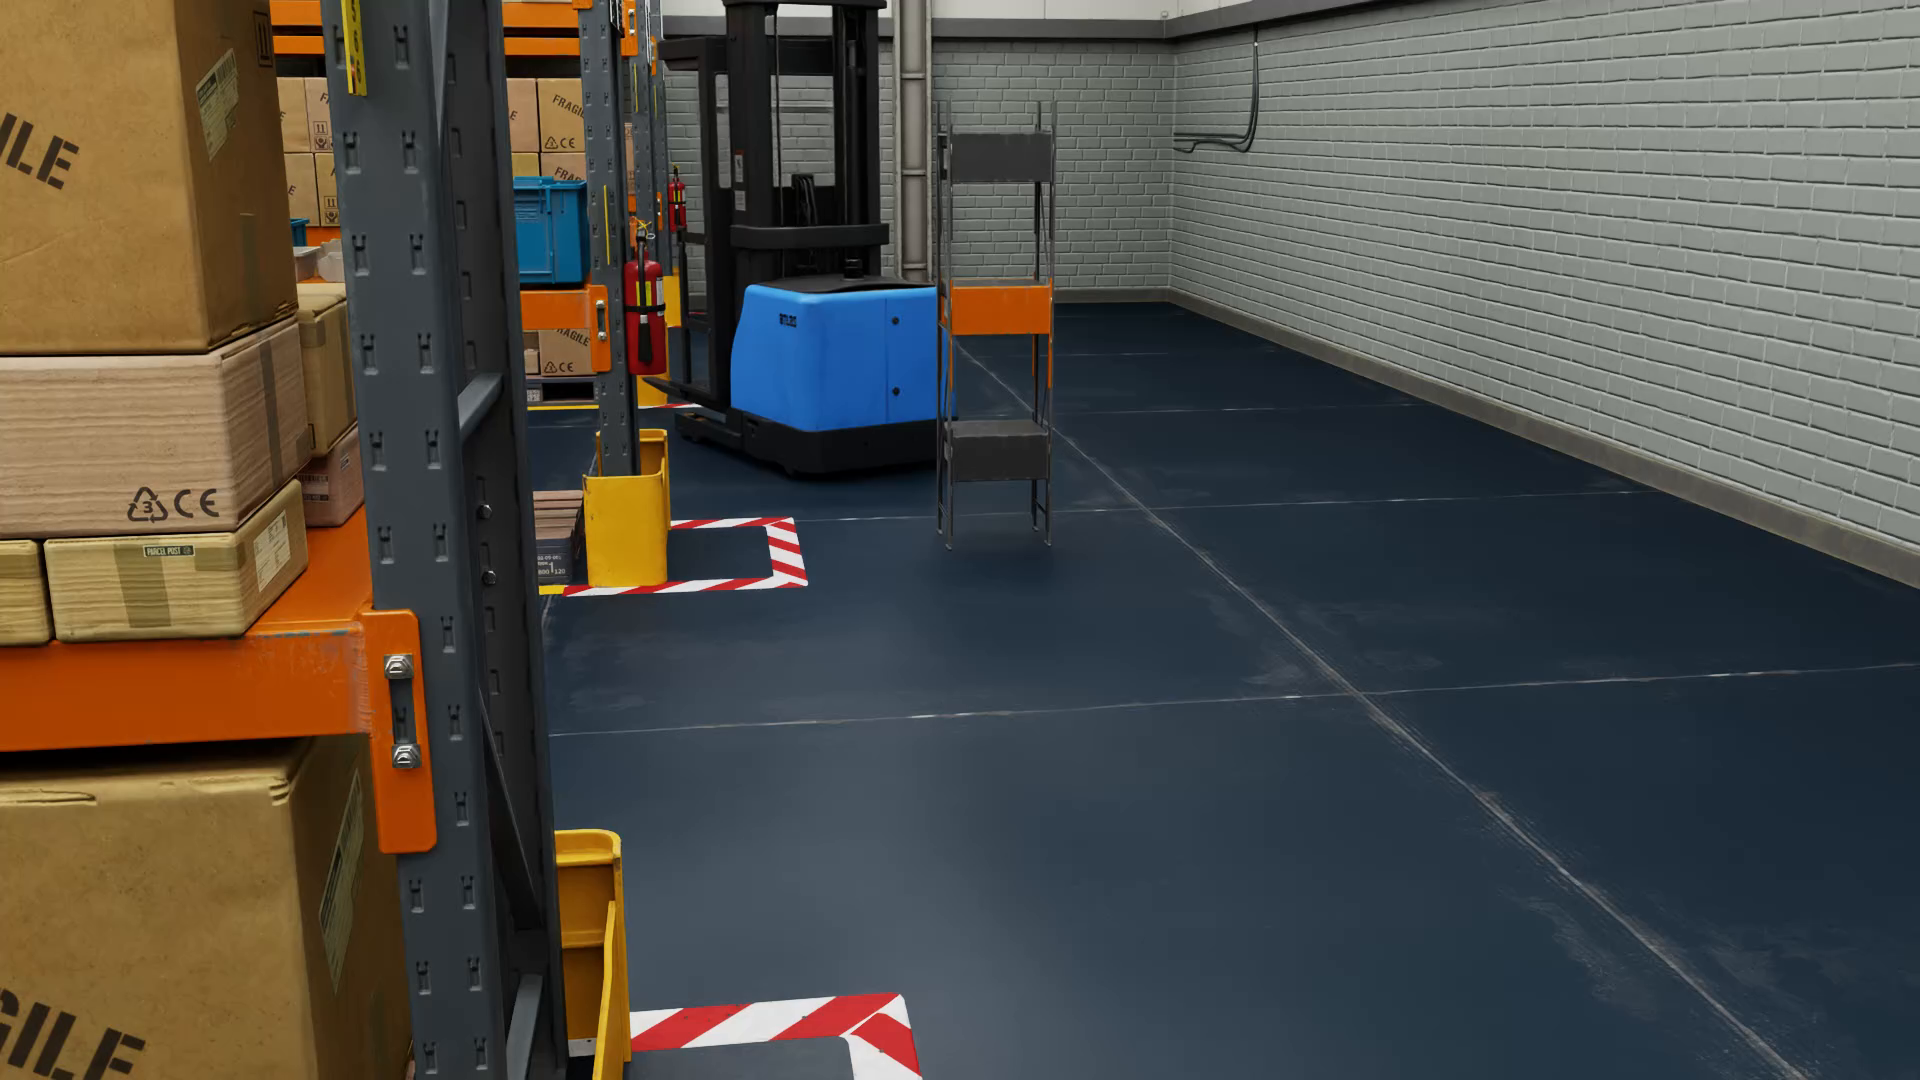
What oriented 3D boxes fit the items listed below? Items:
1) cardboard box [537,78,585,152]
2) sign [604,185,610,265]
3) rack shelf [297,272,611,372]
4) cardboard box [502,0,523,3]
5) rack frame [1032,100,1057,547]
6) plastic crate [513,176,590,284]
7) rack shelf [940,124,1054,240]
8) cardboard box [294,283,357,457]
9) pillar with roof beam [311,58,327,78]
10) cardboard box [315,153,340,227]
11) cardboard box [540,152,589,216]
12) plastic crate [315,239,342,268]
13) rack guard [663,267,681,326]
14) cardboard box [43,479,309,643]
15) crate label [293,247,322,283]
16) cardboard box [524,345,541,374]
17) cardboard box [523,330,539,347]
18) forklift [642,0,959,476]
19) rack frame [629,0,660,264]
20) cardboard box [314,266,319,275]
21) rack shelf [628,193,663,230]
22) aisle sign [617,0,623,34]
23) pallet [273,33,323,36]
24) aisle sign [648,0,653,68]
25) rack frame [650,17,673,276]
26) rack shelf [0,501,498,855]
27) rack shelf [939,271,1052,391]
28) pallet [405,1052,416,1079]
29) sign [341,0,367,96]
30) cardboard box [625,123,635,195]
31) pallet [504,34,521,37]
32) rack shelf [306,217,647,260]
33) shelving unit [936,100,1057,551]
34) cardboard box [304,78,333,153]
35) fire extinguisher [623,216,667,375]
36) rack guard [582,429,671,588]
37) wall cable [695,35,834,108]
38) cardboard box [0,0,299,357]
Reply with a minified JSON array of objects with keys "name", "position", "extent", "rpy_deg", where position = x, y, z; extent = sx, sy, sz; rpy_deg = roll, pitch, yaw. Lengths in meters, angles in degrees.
[{"name":"cardboard box","position":[-2.721,-3.025,11.858],"extent":[0.500,0.500,0.500],"rpy_deg":[-2,14,-9]},{"name":"sign","position":[-1.490,-1.330,7.024],"extent":[0.005,0.325,0.100],"rpy_deg":[-2,14,-8]},{"name":"rack shelf","position":[-3.565,-0.961,7.367],"extent":[4.000,0.370,1.077],"rpy_deg":[-2,14,-8]},{"name":"cardboard box","position":[-3.287,-3.859,11.585],"extent":[0.500,0.250,0.500],"rpy_deg":[-2,14,-8]},{"name":"rack frame","position":[0.405,-1.033,8.026],"extent":[0.015,2.100,0.400],"rpy_deg":[-2,14,-8]},{"name":"plastic crate","position":[-1.891,-1.372,7.330],"extent":[0.499,0.435,0.616],"rpy_deg":[-2,14,-8]},{"name":"rack shelf","position":[0.164,-1.690,7.823],"extent":[0.480,0.518,0.431],"rpy_deg":[-2,14,-8]},{"name":"cardboard box","position":[-1.365,-0.310,2.990],"extent":[0.500,0.250,0.500],"rpy_deg":[-2,14,-10]},{"name":"pillar with roof beam","position":[-5.814,-5.729,12.565],"extent":[0.400,9.000,9.100],"rpy_deg":[-2,14,-8]},{"name":"cardboard box","position":[-4.229,-2.486,11.764],"extent":[0.500,0.500,0.500],"rpy_deg":[-2,14,-9]},{"name":"cardboard box","position":[-2.724,-2.541,11.982],"extent":[0.500,0.500,0.500],"rpy_deg":[-2,14,-7]},{"name":"plastic crate","position":[-2.881,-1.338,7.809],"extent":[0.298,0.136,0.250],"rpy_deg":[-2,14,-8]},{"name":"rack guard","position":[-3.040,-2.554,17.378],"extent":[0.348,0.500,1.175],"rpy_deg":[-2,14,-8]},{"name":"cardboard box","position":[-1.153,0.023,2.481],"extent":[0.250,0.149,0.380],"rpy_deg":[-2,14,-7]},{"name":"crate label","position":[-2.928,-1.188,7.210],"extent":[0.243,0.136,0.396],"rpy_deg":[-2,14,-8]},{"name":"cardboard box","position":[-3.237,-1.341,12.324],"extent":[0.250,0.166,0.380],"rpy_deg":[-2,14,-8]},{"name":"cardboard box","position":[-3.396,-1.484,12.722],"extent":[0.500,0.250,0.500],"rpy_deg":[-2,14,-8]},{"name":"forklift","position":[-1.209,-2.100,10.570],"extent":[1.130,2.935,3.031],"rpy_deg":[-9,16,-31]},{"name":"rack frame","position":[-2.322,-2.574,12.320],"extent":[0.127,3.000,1.000],"rpy_deg":[-2,14,-8]},{"name":"cardboard box","position":[-6.264,-2.614,16.756],"extent":[0.500,0.500,0.700],"rpy_deg":[-2,14,-8]},{"name":"rack shelf","position":[-5.041,-3.344,16.869],"extent":[4.000,0.370,1.077],"rpy_deg":[-2,14,-8]},{"name":"aisle sign","position":[-1.561,-2.718,7.548],"extent":[0.004,0.787,0.394],"rpy_deg":[-2,14,-8]},{"name":"pallet","position":[-6.208,-5.060,16.247],"extent":[1.213,0.211,1.003],"rpy_deg":[-2,14,-8]},{"name":"aisle sign","position":[-2.298,-3.908,12.295],"extent":[0.004,0.787,0.394],"rpy_deg":[-2,14,-8]},{"name":"rack frame","position":[-3.064,-3.766,17.071],"extent":[0.127,3.000,1.000],"rpy_deg":[-2,14,-8]},{"name":"rack shelf","position":[-2.828,0.230,2.617],"extent":[4.000,0.370,1.077],"rpy_deg":[-2,14,-8]},{"name":"rack shelf","position":[0.164,-1.011,7.994],"extent":[0.480,0.518,0.431],"rpy_deg":[-2,14,-8]},{"name":"pallet","position":[-1.629,1.209,2.967],"extent":[1.213,0.211,1.003],"rpy_deg":[-2,14,-8]},{"name":"sign","position":[-0.783,-0.737,2.126],"extent":[0.005,0.325,0.100],"rpy_deg":[-2,14,-8]},{"name":"cardboard box","position":[-3.567,-3.890,16.951],"extent":[0.700,0.700,0.980],"rpy_deg":[-1,14,-6]},{"name":"pallet","position":[-5.005,-5.103,16.420],"extent":[1.213,0.211,1.003],"rpy_deg":[-2,14,-8]},{"name":"rack shelf","position":[-4.300,-2.153,12.119],"extent":[4.000,0.370,1.077],"rpy_deg":[-2,14,-8]},{"name":"shelving unit","position":[0.164,-1.024,7.990],"extent":[0.503,2.100,0.431],"rpy_deg":[-2,14,-8]},{"name":"cardboard box","position":[-4.240,-2.968,11.631],"extent":[0.500,0.500,0.500],"rpy_deg":[-2,14,-7]},{"name":"fire extinguisher","position":[-1.371,-1.060,7.209],"extent":[0.183,0.674,0.296],"rpy_deg":[-2,14,-8]},{"name":"rack guard","position":[-1.566,-0.174,7.889],"extent":[0.348,0.500,1.175],"rpy_deg":[-2,14,-8]},{"name":"wall cable","position":[-1.938,-4.532,18.040],"extent":[1.851,1.984,0.084],"rpy_deg":[-2,14,-8]},{"name":"cardboard box","position":[-1.293,-0.546,2.386],"extent":[0.500,0.500,0.500],"rpy_deg":[-2,14,-8]}]
